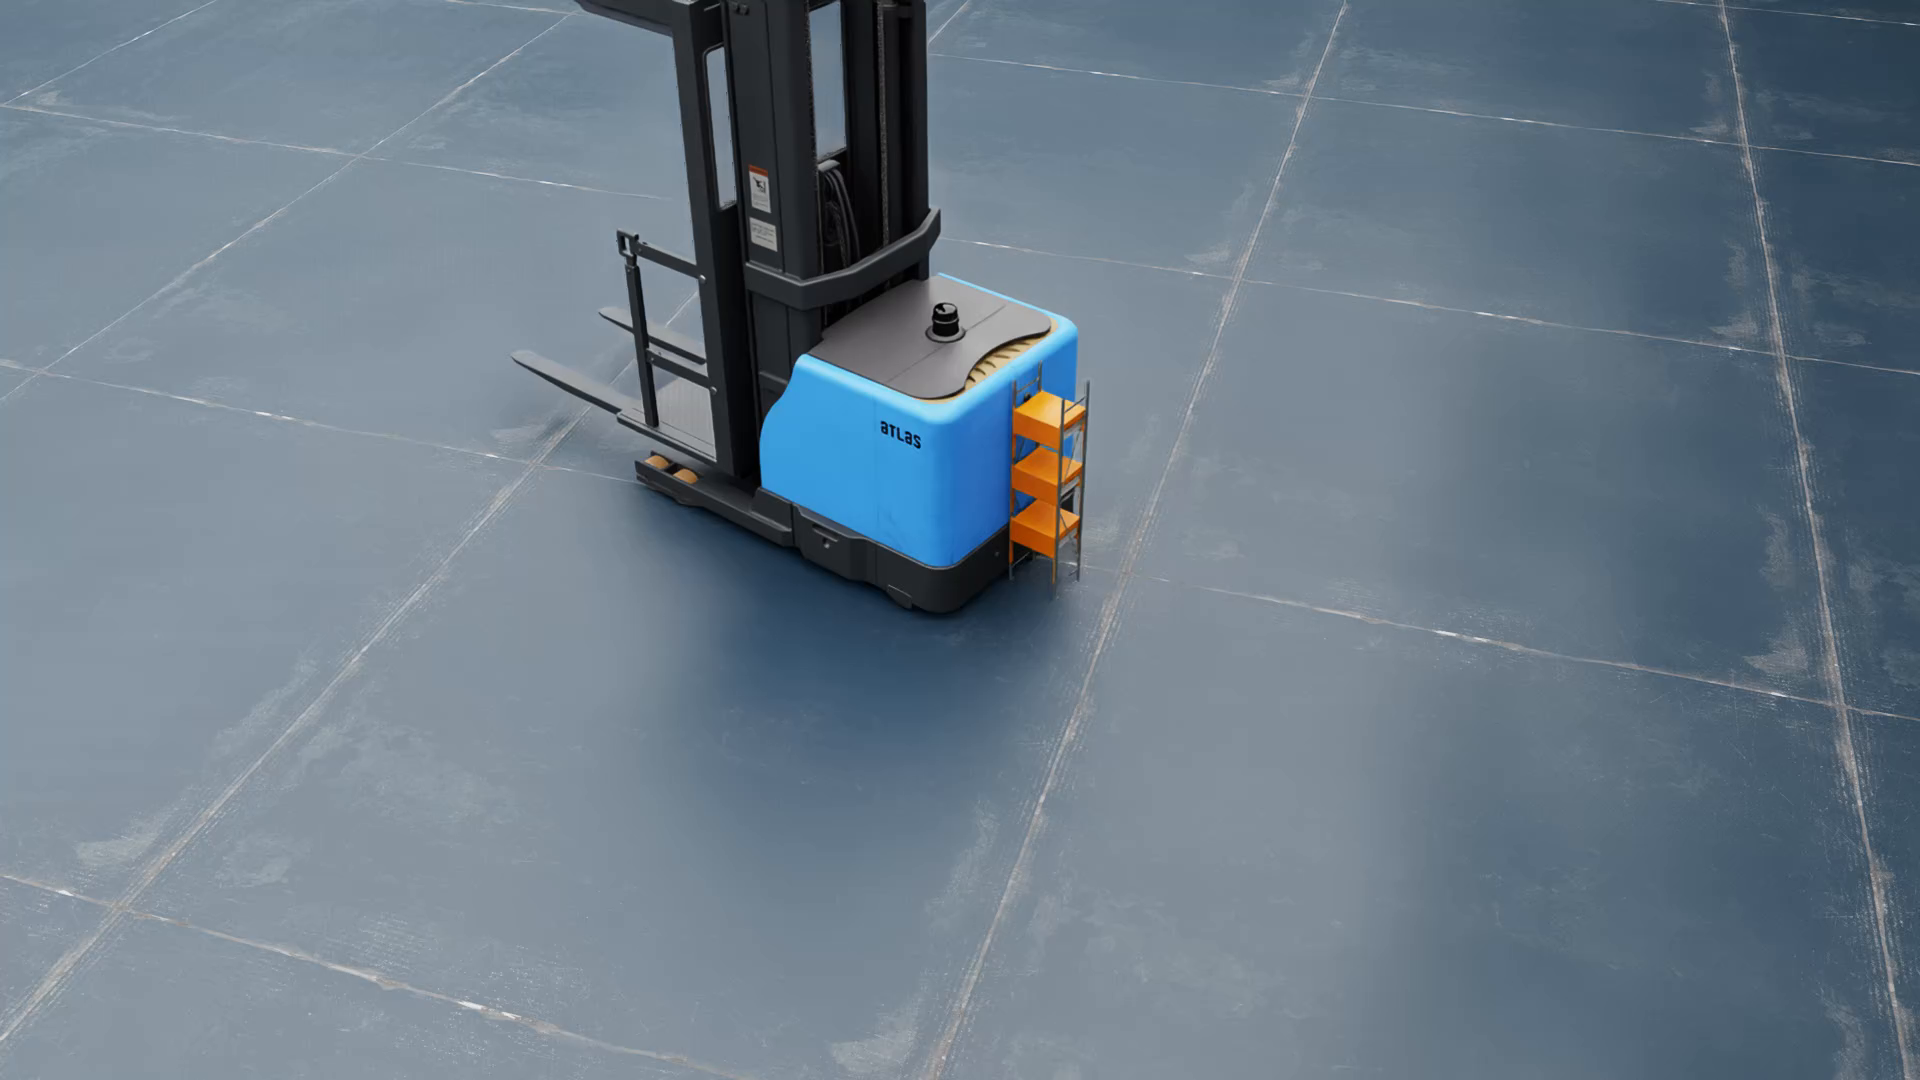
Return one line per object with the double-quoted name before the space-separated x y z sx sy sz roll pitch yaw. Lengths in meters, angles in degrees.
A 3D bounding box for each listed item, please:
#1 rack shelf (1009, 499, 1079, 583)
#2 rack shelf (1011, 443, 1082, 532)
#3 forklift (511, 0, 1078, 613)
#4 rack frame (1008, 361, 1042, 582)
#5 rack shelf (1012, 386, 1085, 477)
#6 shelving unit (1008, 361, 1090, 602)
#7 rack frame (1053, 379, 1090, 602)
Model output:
"rack shelf" 0.379 -0.006 7.359 0.240 0.259 0.215 25 43 29
"rack shelf" 0.379 -0.230 7.195 0.240 0.259 0.215 25 43 29
"forklift" -0.946 -1.574 7.417 3.031 2.935 1.130 25 43 29
"rack frame" 0.282 -0.283 7.248 0.008 1.050 0.200 25 43 29
"rack shelf" 0.379 -0.459 7.026 0.240 0.259 0.215 25 43 29
"shelving unit" 0.379 -0.239 7.188 0.252 1.050 0.215 25 43 29
"rack frame" 0.475 -0.194 7.128 0.008 1.050 0.200 25 43 29
